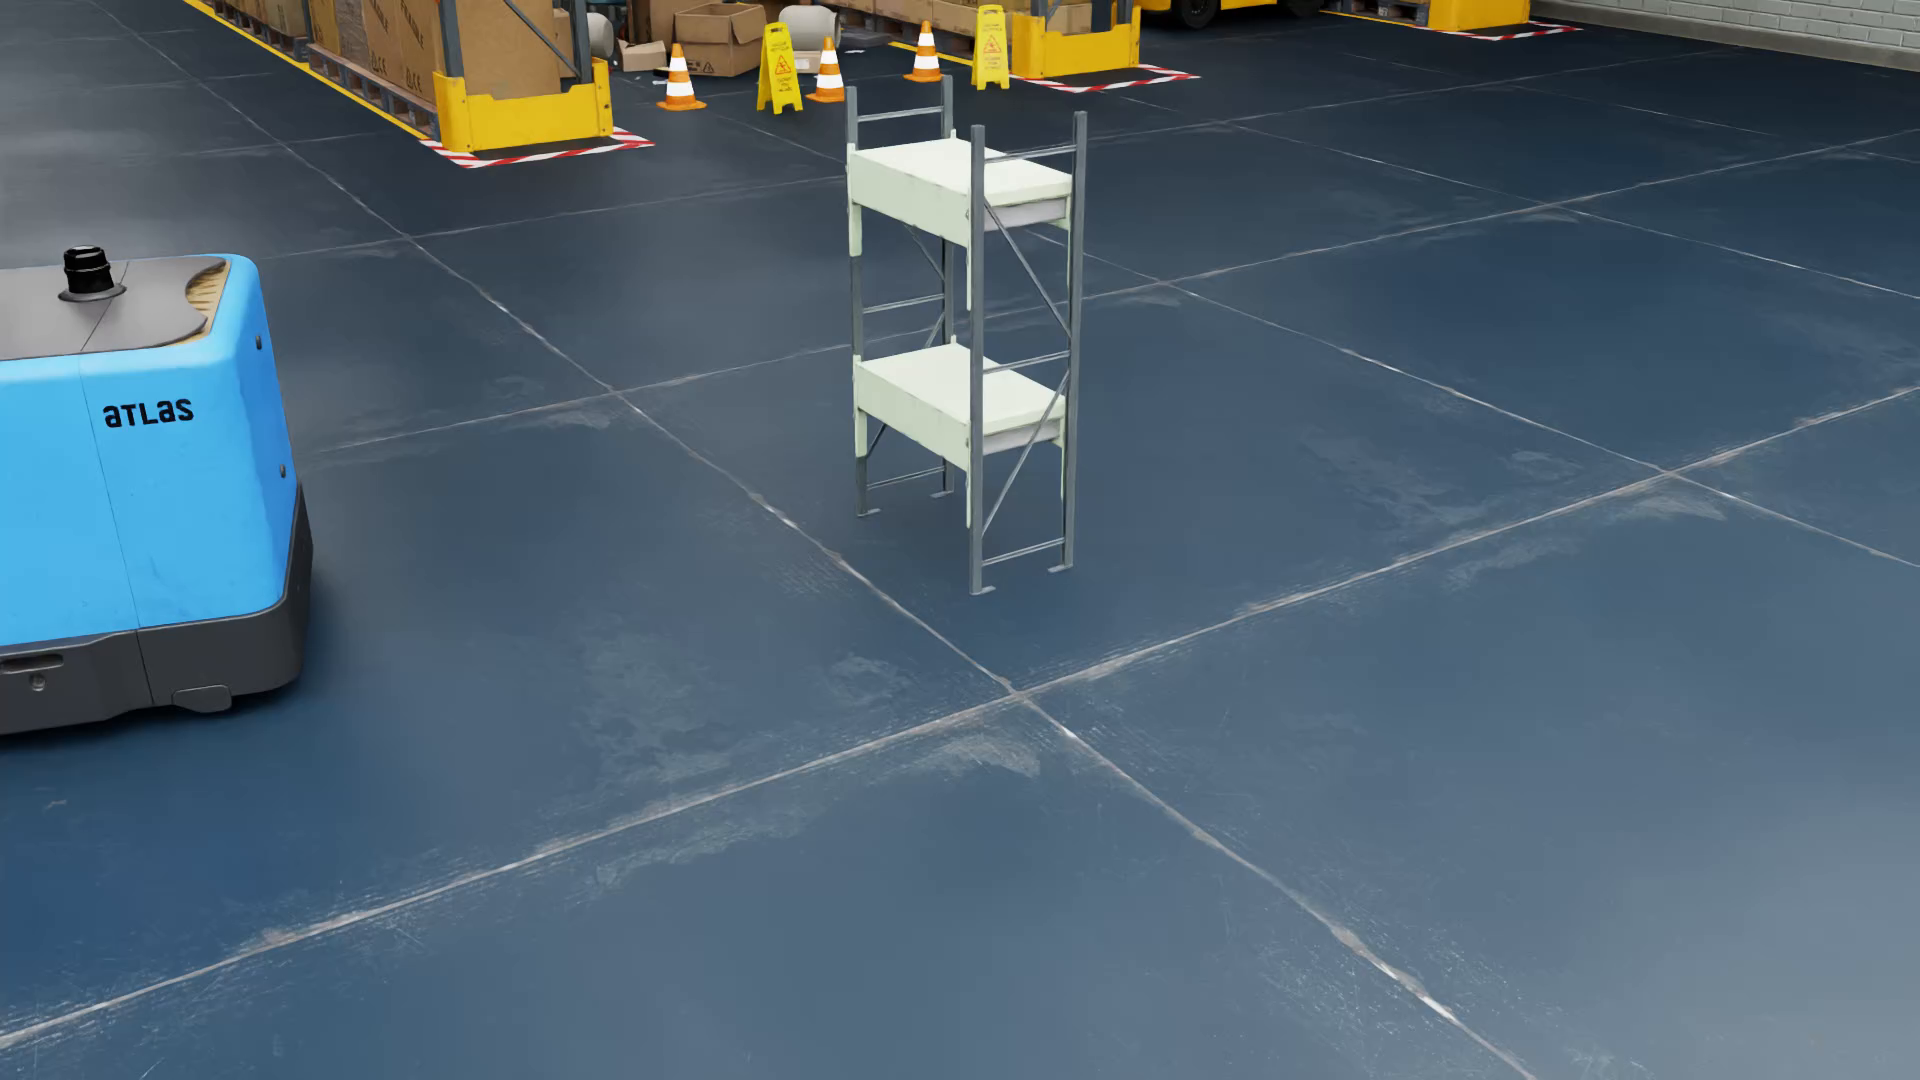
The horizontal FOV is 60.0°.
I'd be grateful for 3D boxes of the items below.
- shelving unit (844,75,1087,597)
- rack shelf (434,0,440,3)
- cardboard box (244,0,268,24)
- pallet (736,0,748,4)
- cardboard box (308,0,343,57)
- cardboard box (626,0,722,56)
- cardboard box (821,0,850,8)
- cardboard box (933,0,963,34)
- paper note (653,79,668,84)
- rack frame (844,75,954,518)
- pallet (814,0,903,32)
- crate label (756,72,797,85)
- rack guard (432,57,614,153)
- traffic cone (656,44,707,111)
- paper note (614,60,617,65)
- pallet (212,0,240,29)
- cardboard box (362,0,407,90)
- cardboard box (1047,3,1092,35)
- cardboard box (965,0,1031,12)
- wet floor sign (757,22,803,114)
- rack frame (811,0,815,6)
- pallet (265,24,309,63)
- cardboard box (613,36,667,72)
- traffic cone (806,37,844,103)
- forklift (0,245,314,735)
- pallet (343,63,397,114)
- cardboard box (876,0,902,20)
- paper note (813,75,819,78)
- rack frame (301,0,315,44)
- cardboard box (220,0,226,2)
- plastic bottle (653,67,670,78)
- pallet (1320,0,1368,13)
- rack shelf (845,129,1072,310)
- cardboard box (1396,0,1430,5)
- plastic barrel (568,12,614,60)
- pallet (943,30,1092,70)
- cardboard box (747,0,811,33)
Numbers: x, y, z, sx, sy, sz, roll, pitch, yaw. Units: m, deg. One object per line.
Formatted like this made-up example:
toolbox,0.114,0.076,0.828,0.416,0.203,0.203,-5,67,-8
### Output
shelving unit,0.004,-0.676,5.425,0.431,1.500,0.755,-16,29,-30
rack shelf,-4.145,-4.583,12.787,1.077,0.370,4.000,-16,29,-30
cardboard box,-6.175,-5.343,15.698,1.050,0.750,0.750,-16,29,-30
pallet,-2.241,-6.267,18.779,1.003,0.211,1.213,-16,29,-30
cardboard box,-4.952,-4.612,14.002,0.875,0.875,0.875,-15,29,-29
cardboard box,-2.559,-4.686,14.928,0.797,0.637,0.503,-16,29,-30
cardboard box,-1.049,-5.486,16.586,0.500,0.250,0.500,-17,30,-32
cardboard box,0.096,-4.743,15.012,0.500,0.250,0.500,-15,29,-29
paper note,-2.464,-3.791,13.747,0.144,0.017,0.142,-6,26,-12
rack frame,-0.196,-0.807,5.702,0.400,1.500,0.023,-16,29,-30
pallet,-0.749,-5.320,16.773,1.003,0.211,1.213,-16,29,-30
crate label,-1.502,-3.828,13.698,0.298,0.136,0.250,12,28,24
rack guard,-3.040,-3.054,11.634,1.175,0.500,0.348,-16,29,-30
traffic cone,-2.154,-3.567,12.763,0.336,0.463,0.334,-16,29,-30
paper note,-2.963,-4.218,14.659,0.172,0.023,0.155,-6,26,-12
pallet,-7.053,-5.494,17.140,1.003,0.211,1.213,-16,29,-30
cardboard box,-3.961,-3.963,12.629,0.875,0.875,0.875,-16,30,-30
cardboard box,0.830,-4.682,14.884,0.500,0.250,0.500,-16,30,-30
cardboard box,0.383,-4.894,14.454,0.500,0.500,0.500,-15,29,-29
wet floor sign,-1.379,-3.579,12.576,0.267,0.644,0.232,-22,33,-38
rack frame,-1.145,-6.813,16.669,1.000,3.000,0.127,-16,29,-30
pallet,-5.721,-4.621,15.292,1.003,0.211,1.213,-16,29,-30
cardboard box,-2.756,-4.202,14.340,0.396,0.266,0.258,-10,27,-21
traffic cone,-1.021,-3.708,13.064,0.336,0.463,0.334,-16,29,-30
forklift,-3.469,-0.868,4.156,3.031,2.935,1.130,-8,26,-15
pallet,-4.217,-3.636,13.204,1.003,0.211,1.213,-16,29,-30
cardboard box,-0.456,-5.109,15.787,0.500,0.250,0.500,-16,30,-30
paper note,-1.145,-3.914,14.006,0.142,0.019,0.148,18,31,33
rack frame,-5.237,-5.624,14.149,1.000,3.000,0.127,-16,29,-30
cardboard box,-7.164,-5.988,17.065,1.050,0.750,0.750,-16,30,-30
plastic bottle,-2.495,-3.954,14.054,0.283,0.061,0.133,18,31,33
pallet,4.081,-5.980,18.169,1.003,0.211,1.213,-16,29,-30
rack shelf,0.004,-1.029,5.258,0.431,0.370,0.720,-16,29,-30
cardboard box,4.674,-5.582,16.789,0.500,0.250,0.500,-15,29,-29
plastic barrel,-3.333,-4.410,14.597,0.512,0.421,0.421,3,25,6
pallet,0.583,-4.448,14.924,1.003,0.211,1.213,-16,29,-30
cardboard box,-1.700,-4.984,15.719,0.500,0.500,0.500,3,25,6
